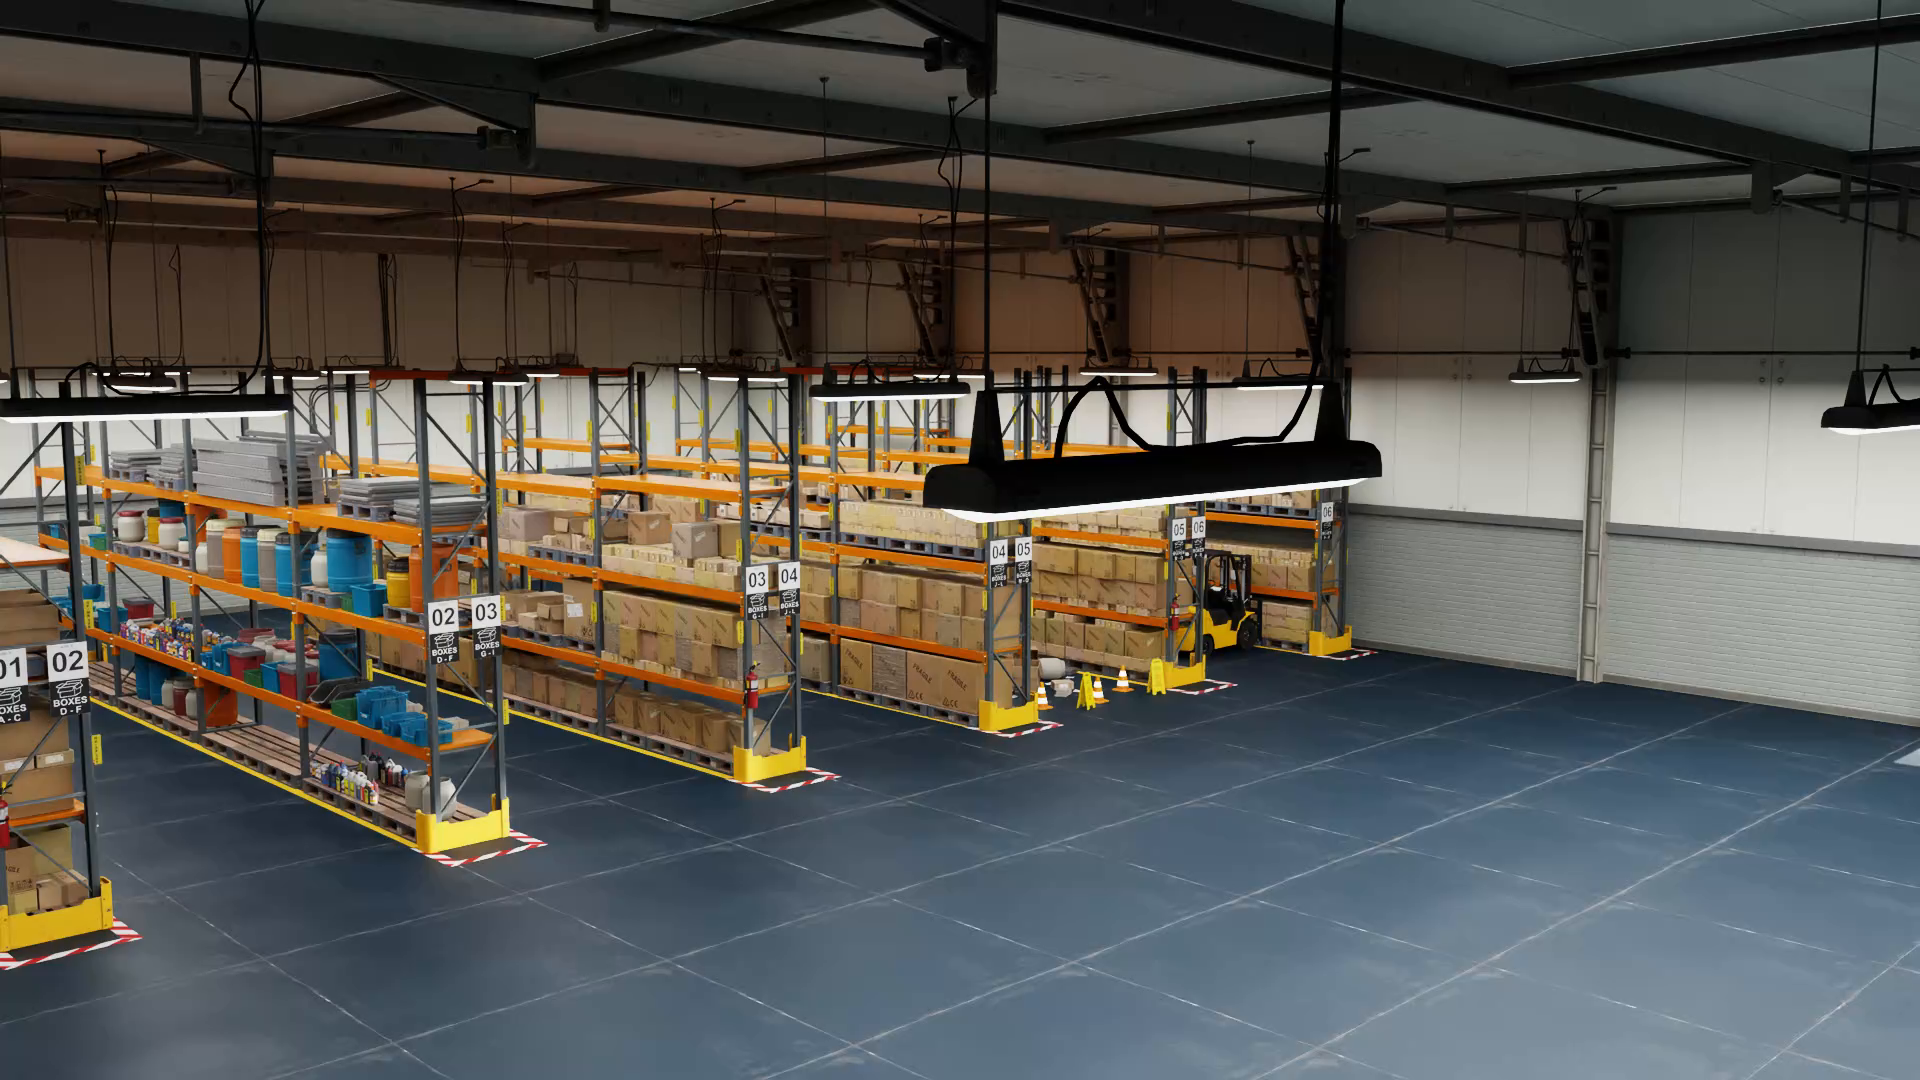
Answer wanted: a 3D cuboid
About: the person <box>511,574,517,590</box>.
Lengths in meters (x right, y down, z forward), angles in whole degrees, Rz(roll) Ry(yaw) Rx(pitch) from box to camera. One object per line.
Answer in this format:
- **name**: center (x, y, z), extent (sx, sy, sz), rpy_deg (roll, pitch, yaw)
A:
- **person**: center (-11.659, 0.668, 43.096), extent (0.528, 1.600, 0.444), rpy_deg (0, 6, 4)
